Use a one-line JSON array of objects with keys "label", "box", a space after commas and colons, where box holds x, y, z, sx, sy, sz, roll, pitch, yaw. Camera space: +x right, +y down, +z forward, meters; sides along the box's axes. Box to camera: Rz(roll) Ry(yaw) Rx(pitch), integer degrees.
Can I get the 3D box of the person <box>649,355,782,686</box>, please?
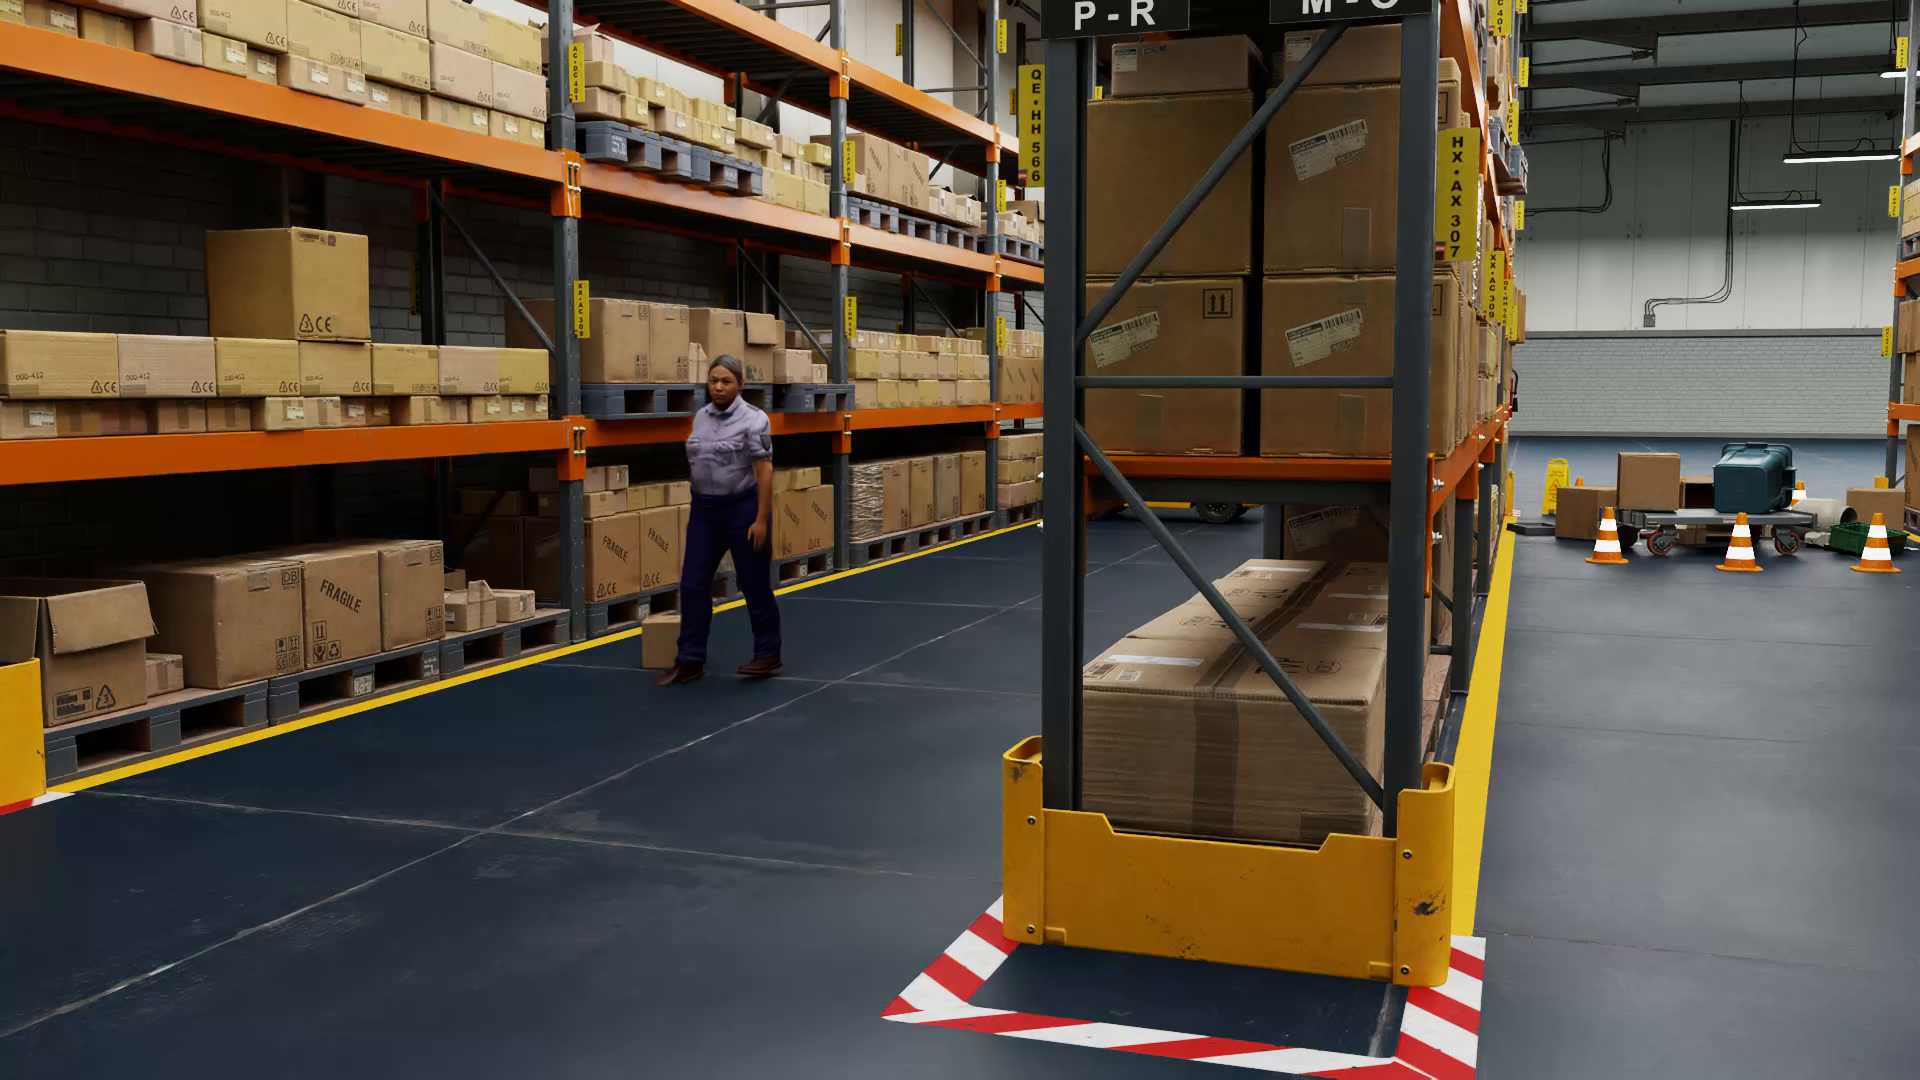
[{"label": "person", "box": [-1.180, -0.084, 8.398, 0.601, 1.688, 0.604, 3, 6, 27]}]
